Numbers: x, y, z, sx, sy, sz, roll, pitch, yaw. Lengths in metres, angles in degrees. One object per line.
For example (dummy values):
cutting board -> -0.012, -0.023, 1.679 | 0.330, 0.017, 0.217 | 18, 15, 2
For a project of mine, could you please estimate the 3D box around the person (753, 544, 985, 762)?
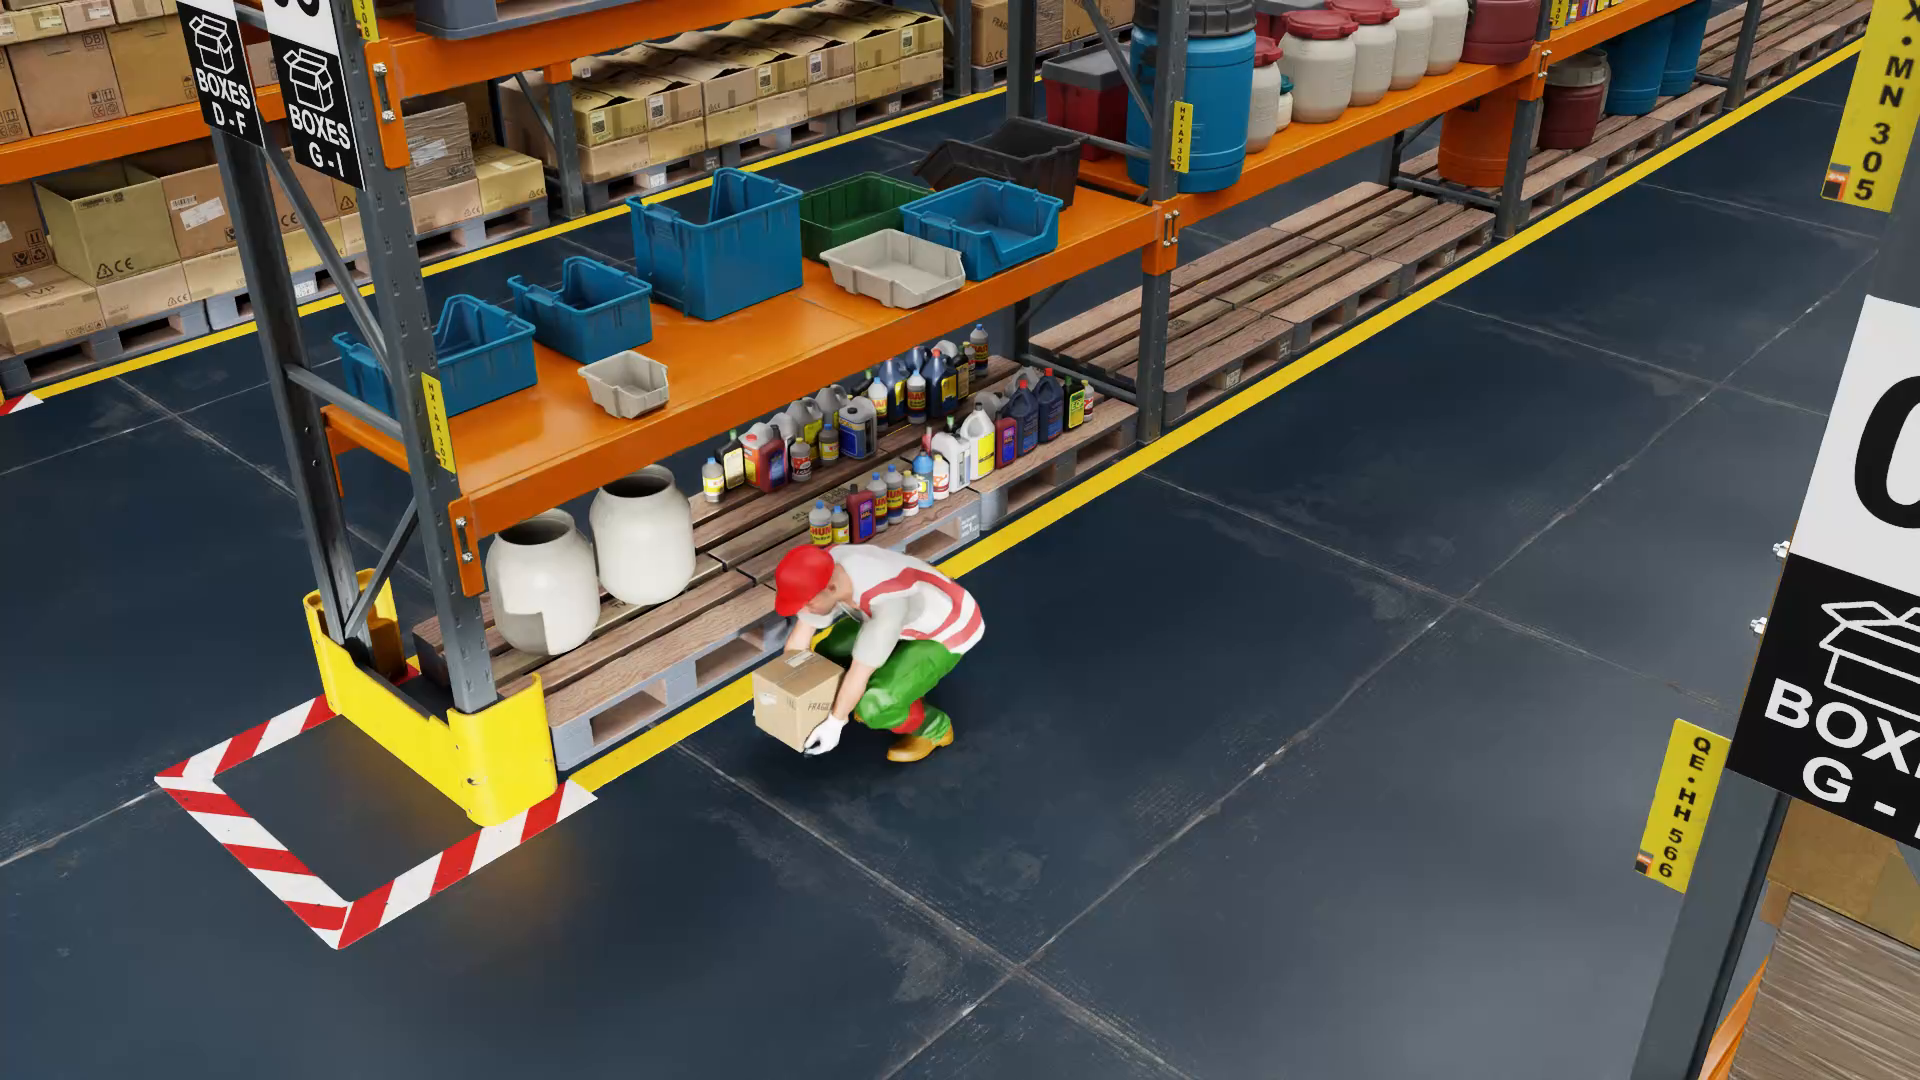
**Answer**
person -> -0.336, 0.371, 6.261 | 0.897, 1.008, 0.544 | -17, 35, -25
